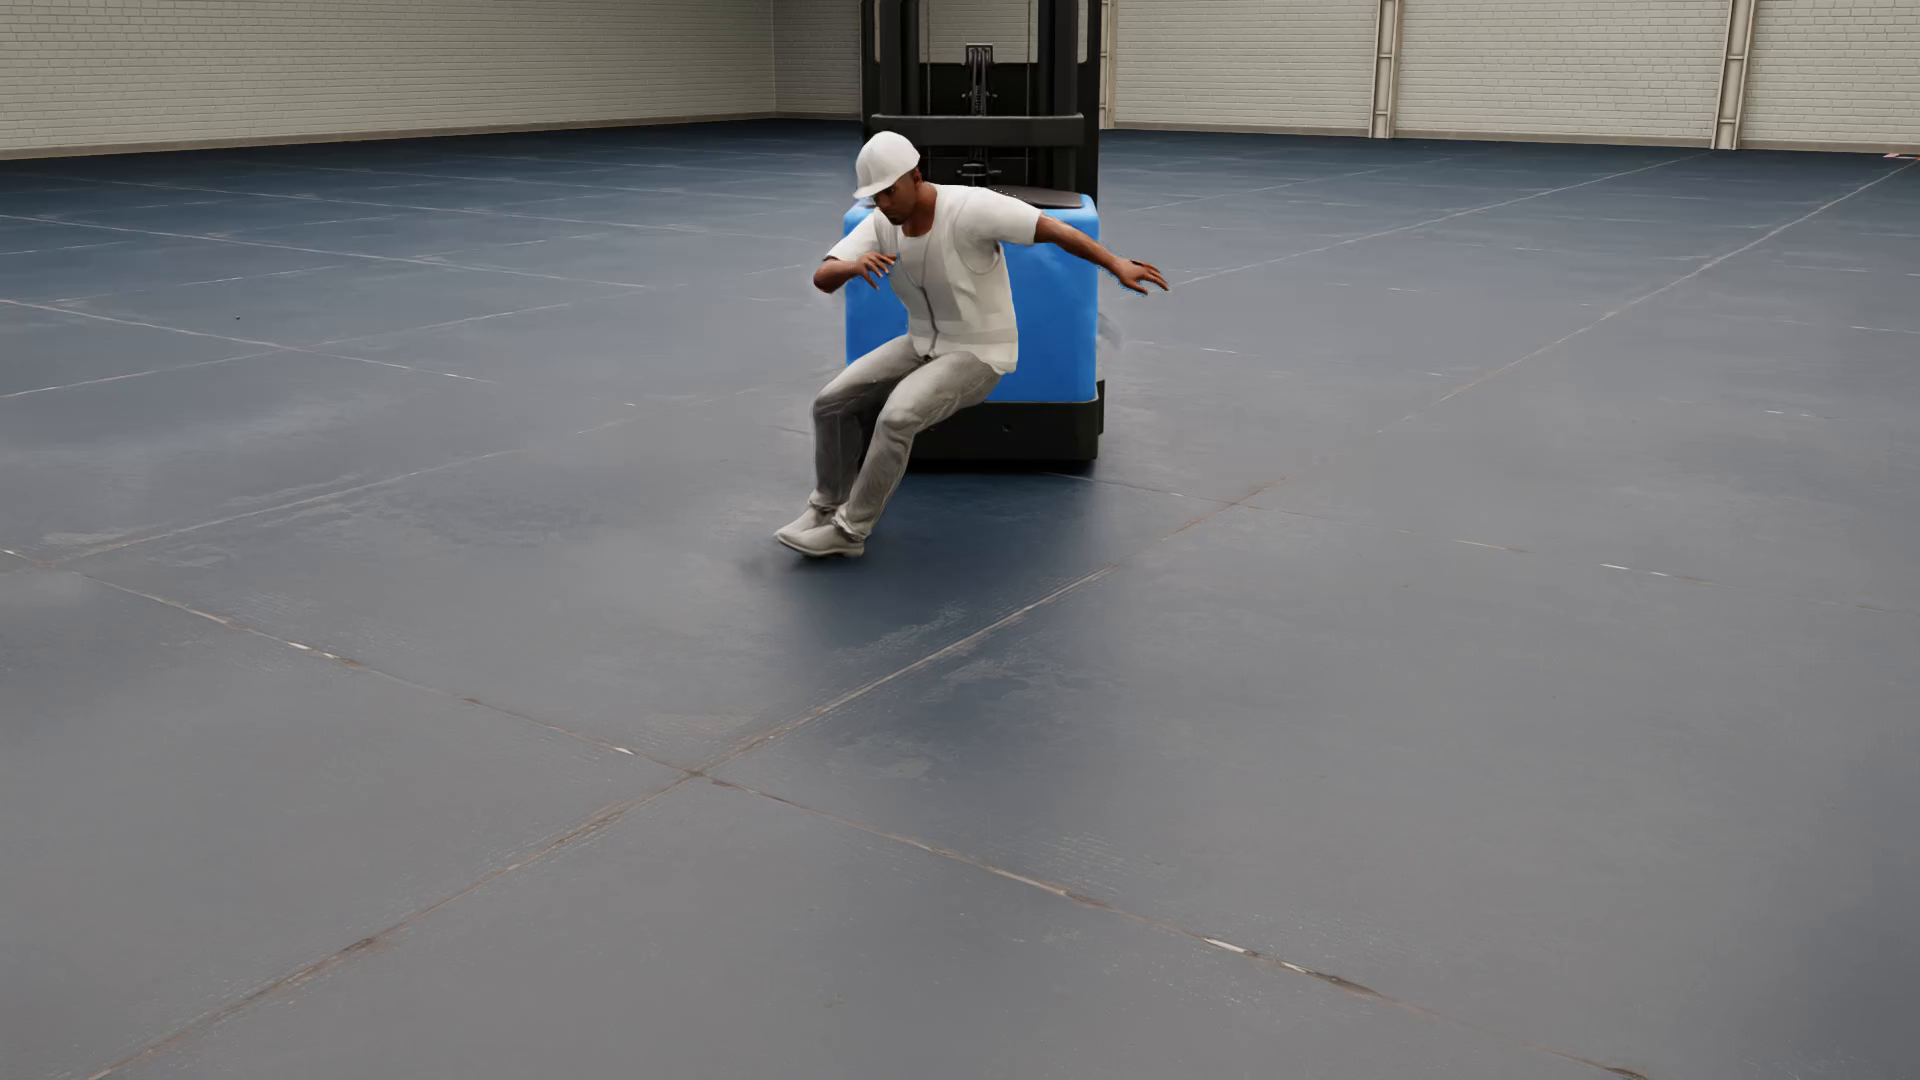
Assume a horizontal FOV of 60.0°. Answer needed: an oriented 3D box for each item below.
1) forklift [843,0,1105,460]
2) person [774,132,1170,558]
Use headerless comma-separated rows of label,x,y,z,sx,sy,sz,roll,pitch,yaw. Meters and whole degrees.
forklift,0.106,-2.098,7.850,1.130,2.935,3.031,1,17,2
person,-0.057,-0.628,5.632,1.237,1.459,0.945,13,21,38
